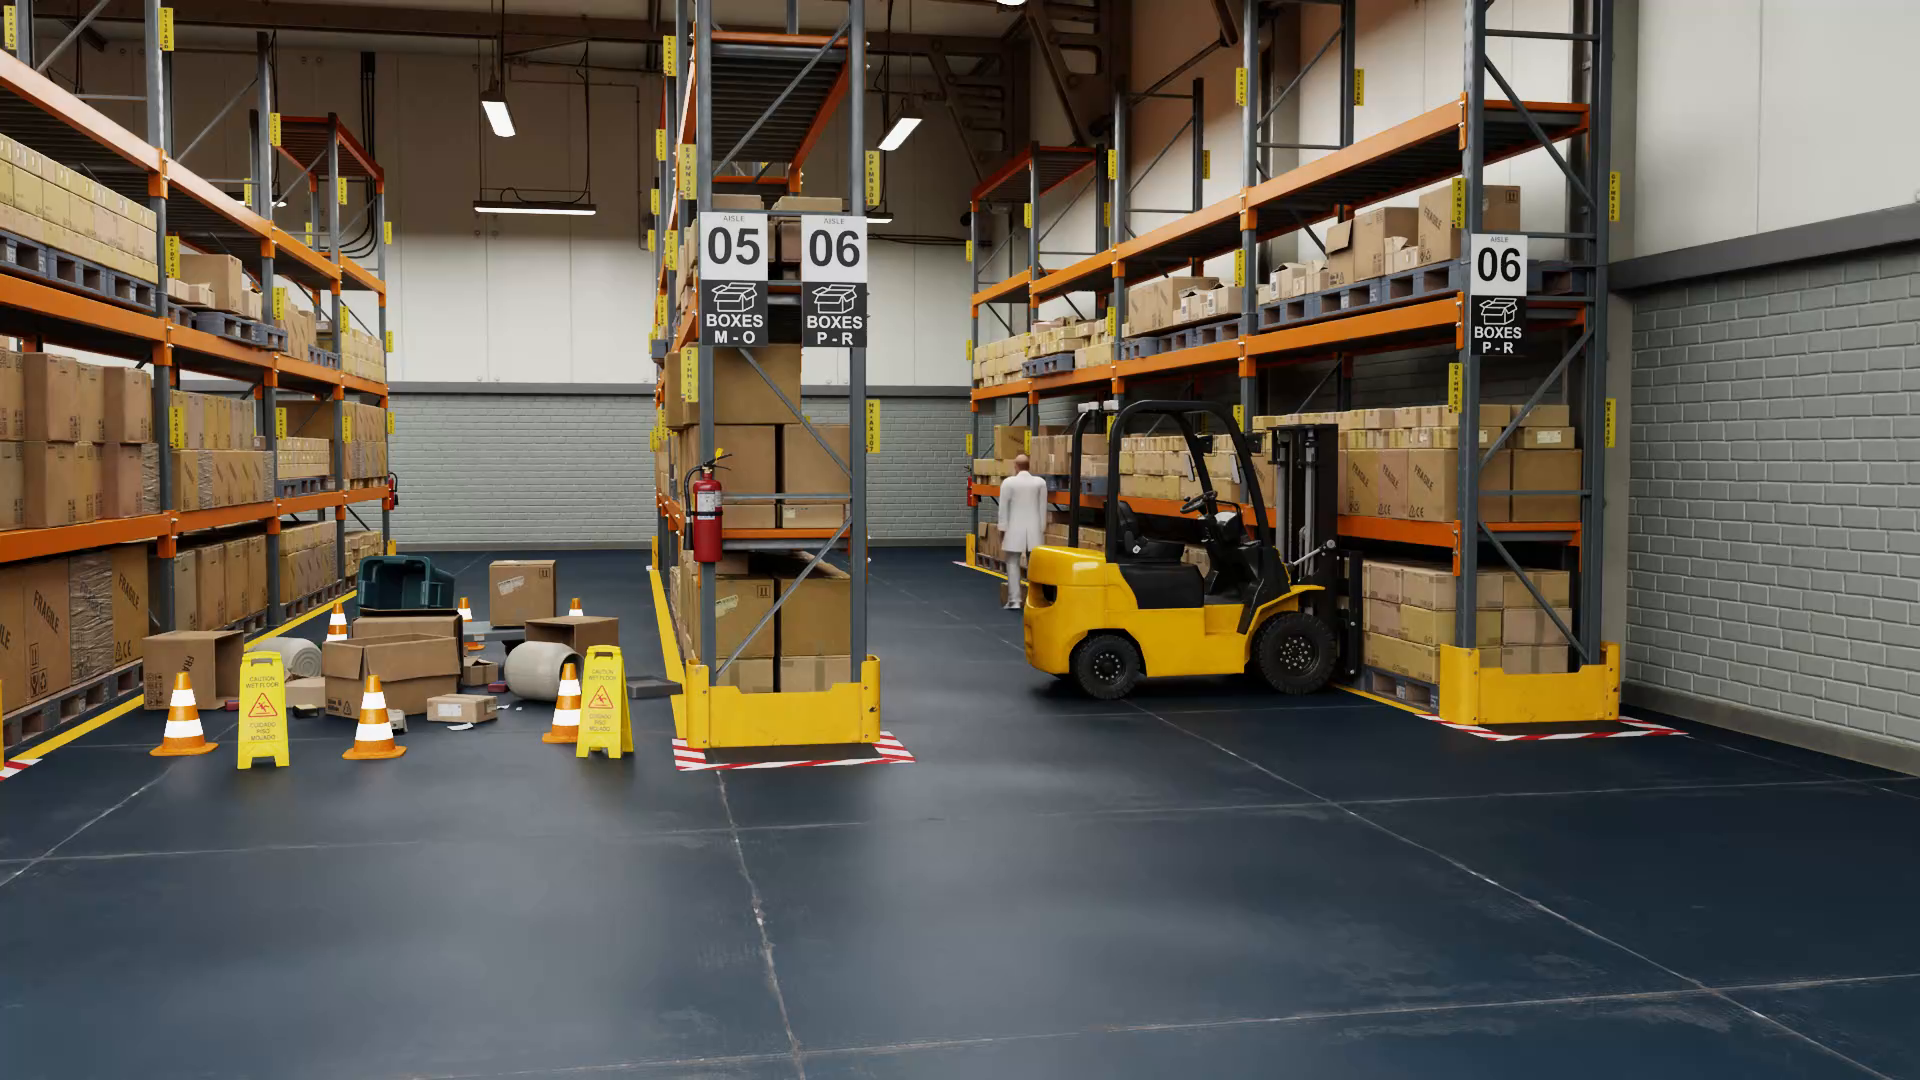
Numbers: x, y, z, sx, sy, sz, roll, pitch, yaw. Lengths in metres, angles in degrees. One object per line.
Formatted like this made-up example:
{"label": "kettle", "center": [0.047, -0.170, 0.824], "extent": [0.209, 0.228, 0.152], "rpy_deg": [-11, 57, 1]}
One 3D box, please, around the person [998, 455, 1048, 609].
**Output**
{"label": "person", "center": [0.711, -0.090, 19.060], "extent": [0.565, 1.771, 0.380], "rpy_deg": [0, 3, -9]}
